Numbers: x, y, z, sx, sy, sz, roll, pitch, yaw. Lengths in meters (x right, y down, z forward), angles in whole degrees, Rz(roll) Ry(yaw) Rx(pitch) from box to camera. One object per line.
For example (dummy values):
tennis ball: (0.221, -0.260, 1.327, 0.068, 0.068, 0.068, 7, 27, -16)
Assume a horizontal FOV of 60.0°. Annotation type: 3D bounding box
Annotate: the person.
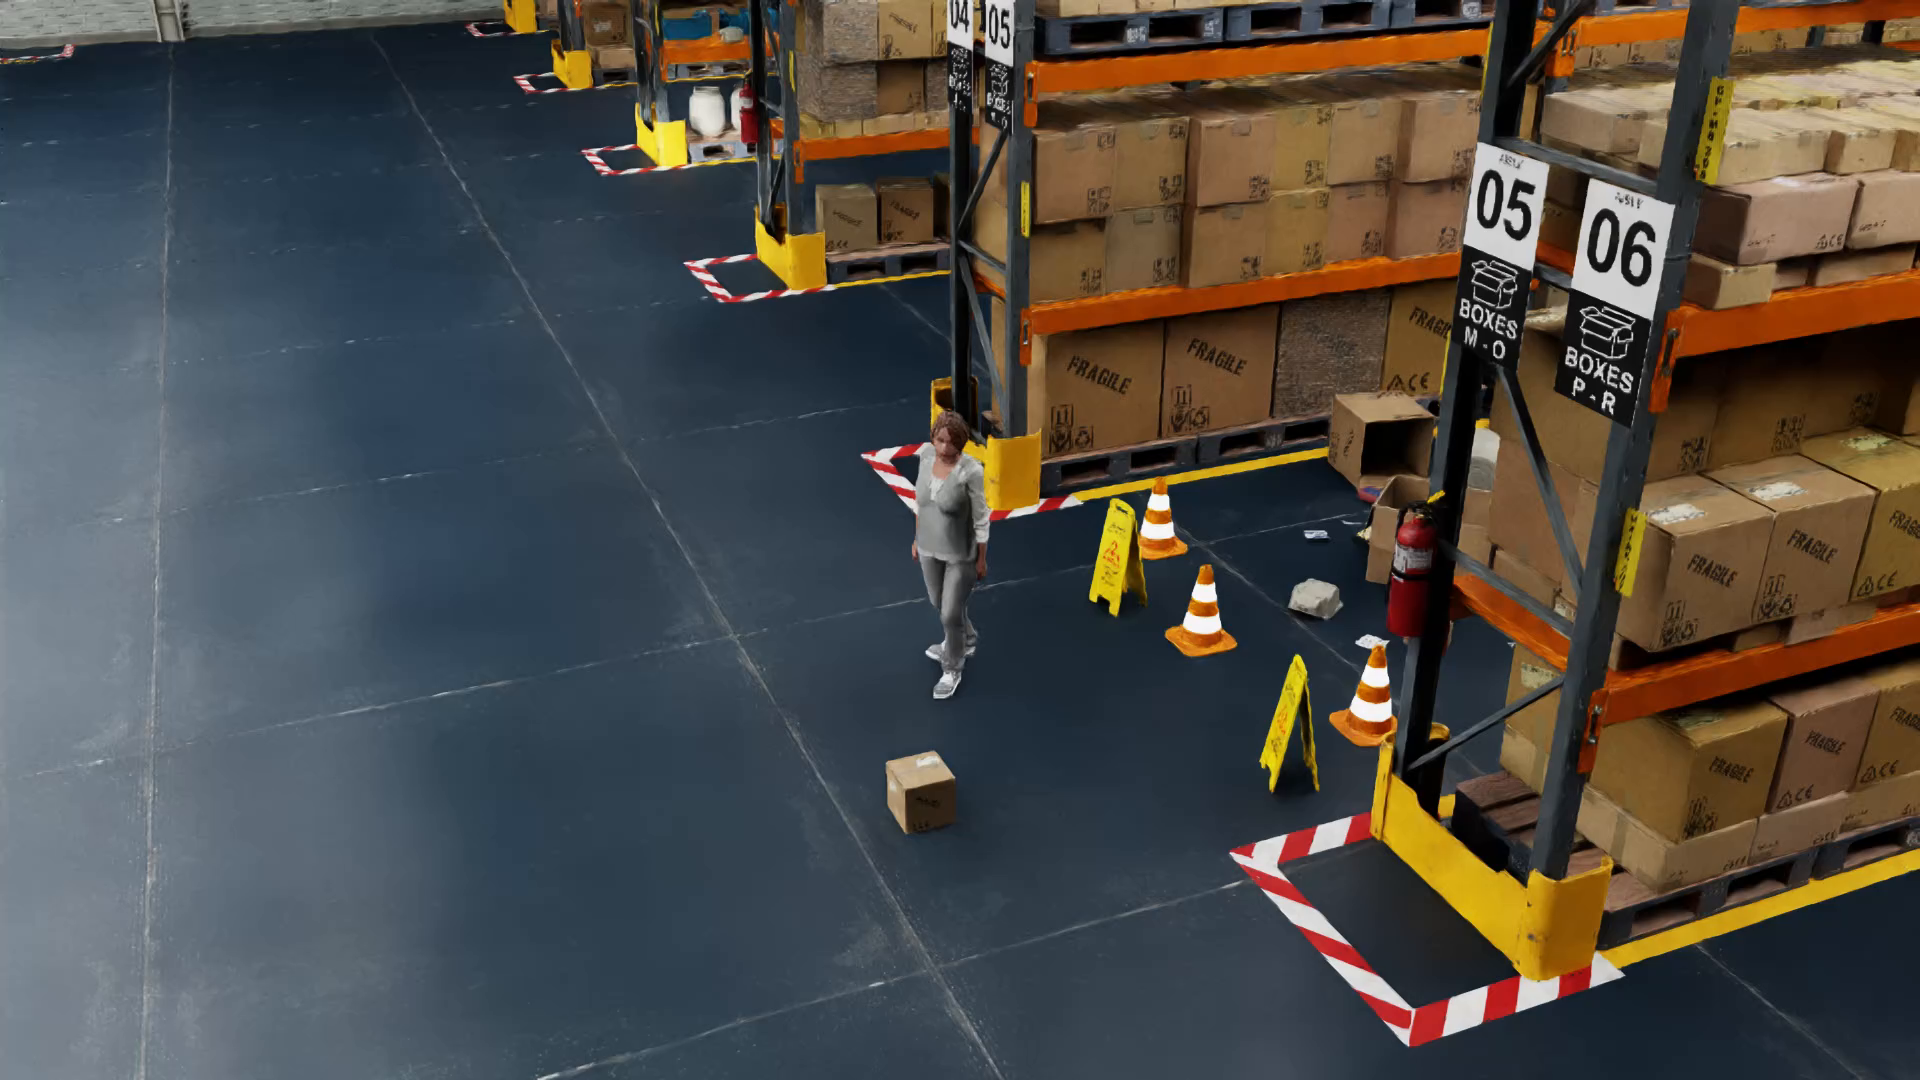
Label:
person: (-0.027, 0.029, 8.572, 0.467, 1.586, 0.499, 17, 31, 31)
